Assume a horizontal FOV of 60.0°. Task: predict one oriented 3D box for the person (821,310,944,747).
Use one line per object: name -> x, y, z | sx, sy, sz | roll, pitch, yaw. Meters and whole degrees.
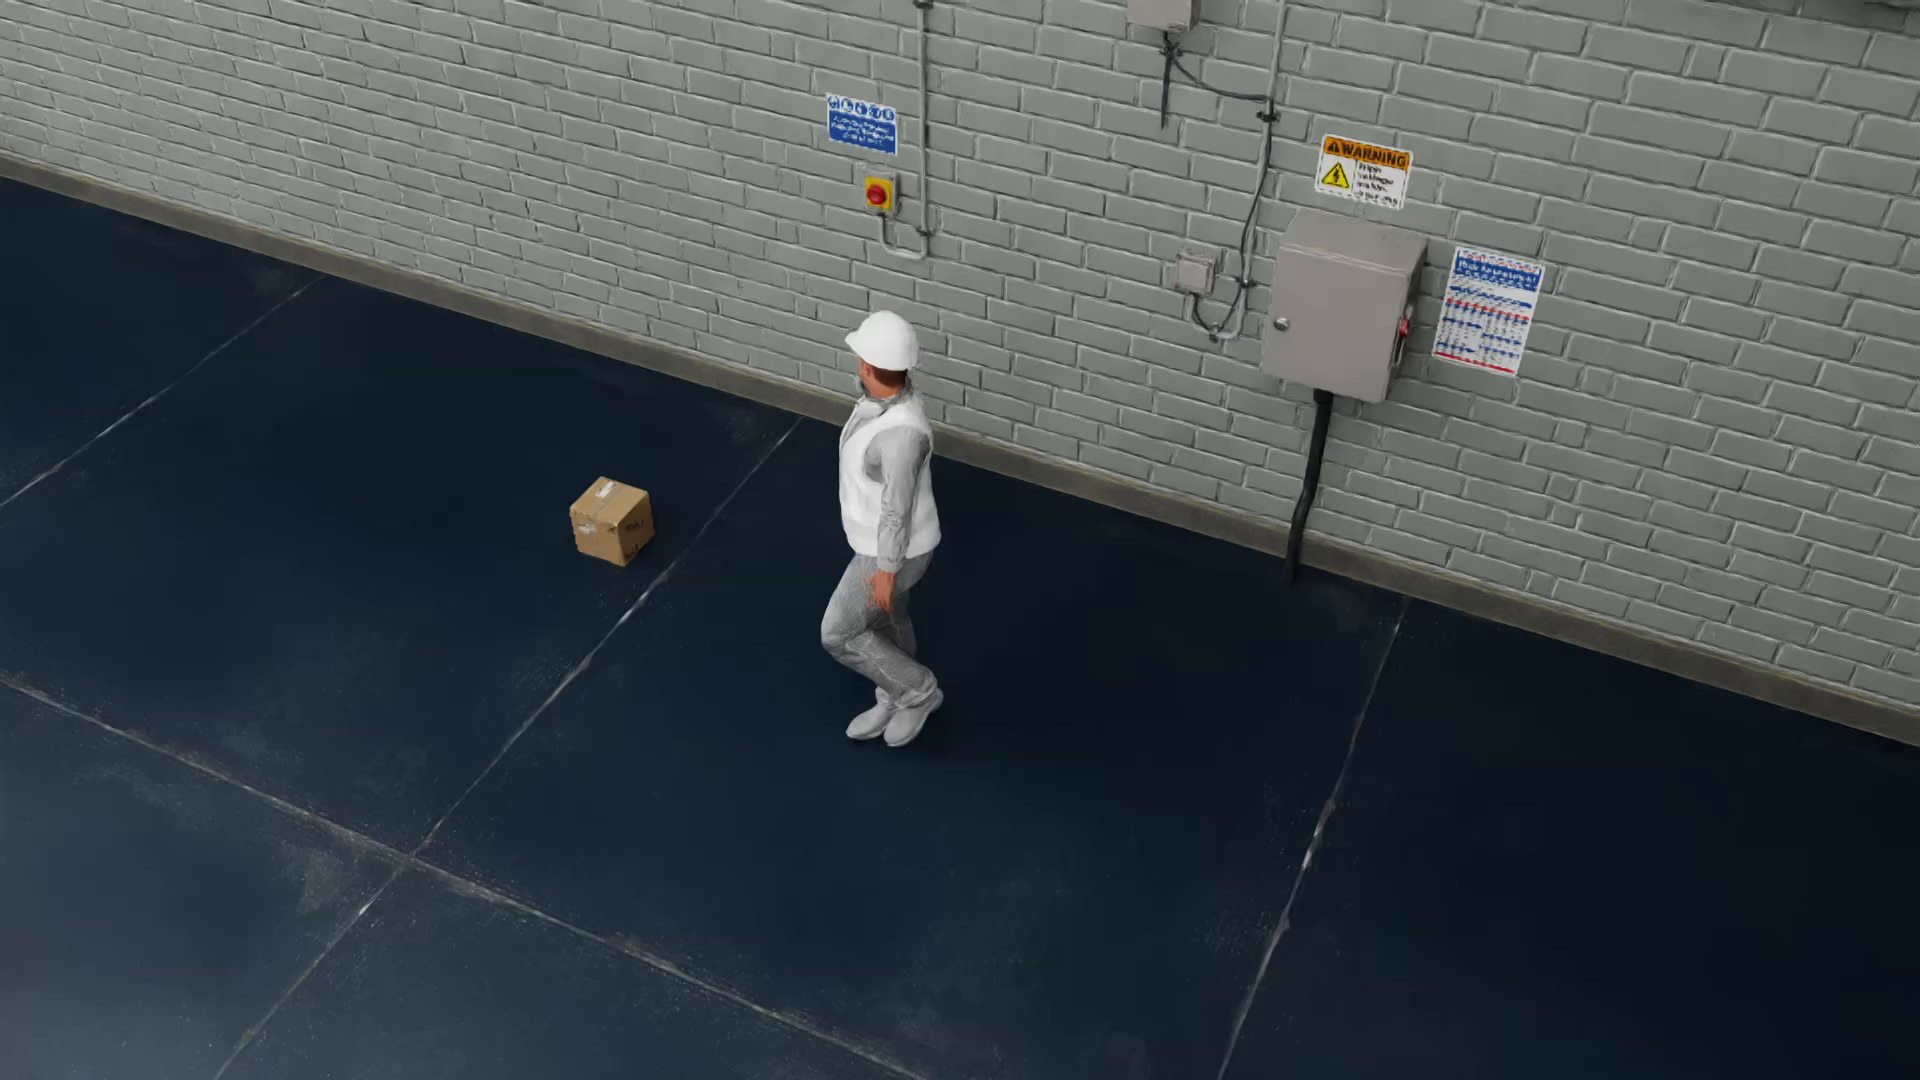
person -> -0.314, -0.001, 6.144 | 0.476, 1.759, 0.687 | -7, 42, -8
